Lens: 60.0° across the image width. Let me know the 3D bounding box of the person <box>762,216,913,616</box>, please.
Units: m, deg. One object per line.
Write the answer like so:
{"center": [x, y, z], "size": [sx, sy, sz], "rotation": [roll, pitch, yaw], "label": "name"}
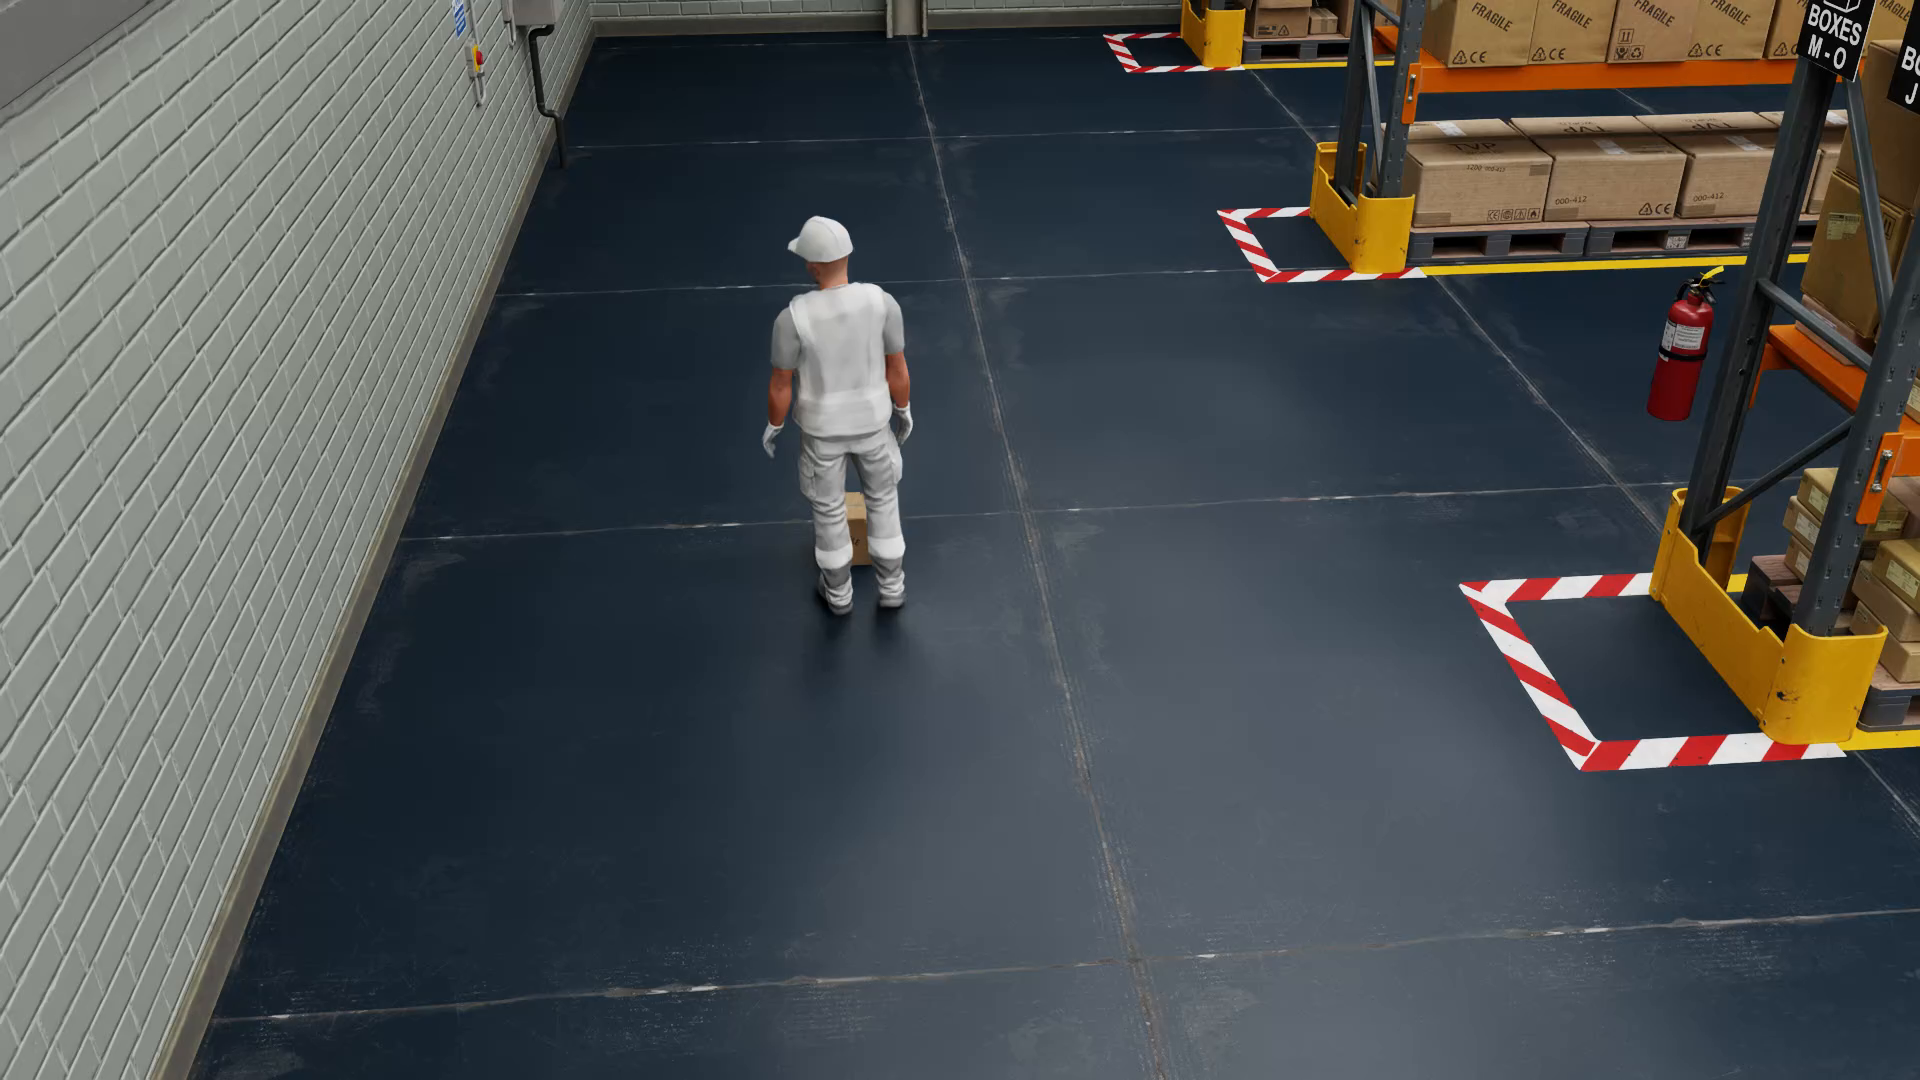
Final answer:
{"center": [-0.509, -0.465, 6.913], "size": [0.630, 1.849, 0.401], "rotation": [-7, 31, -11], "label": "person"}
